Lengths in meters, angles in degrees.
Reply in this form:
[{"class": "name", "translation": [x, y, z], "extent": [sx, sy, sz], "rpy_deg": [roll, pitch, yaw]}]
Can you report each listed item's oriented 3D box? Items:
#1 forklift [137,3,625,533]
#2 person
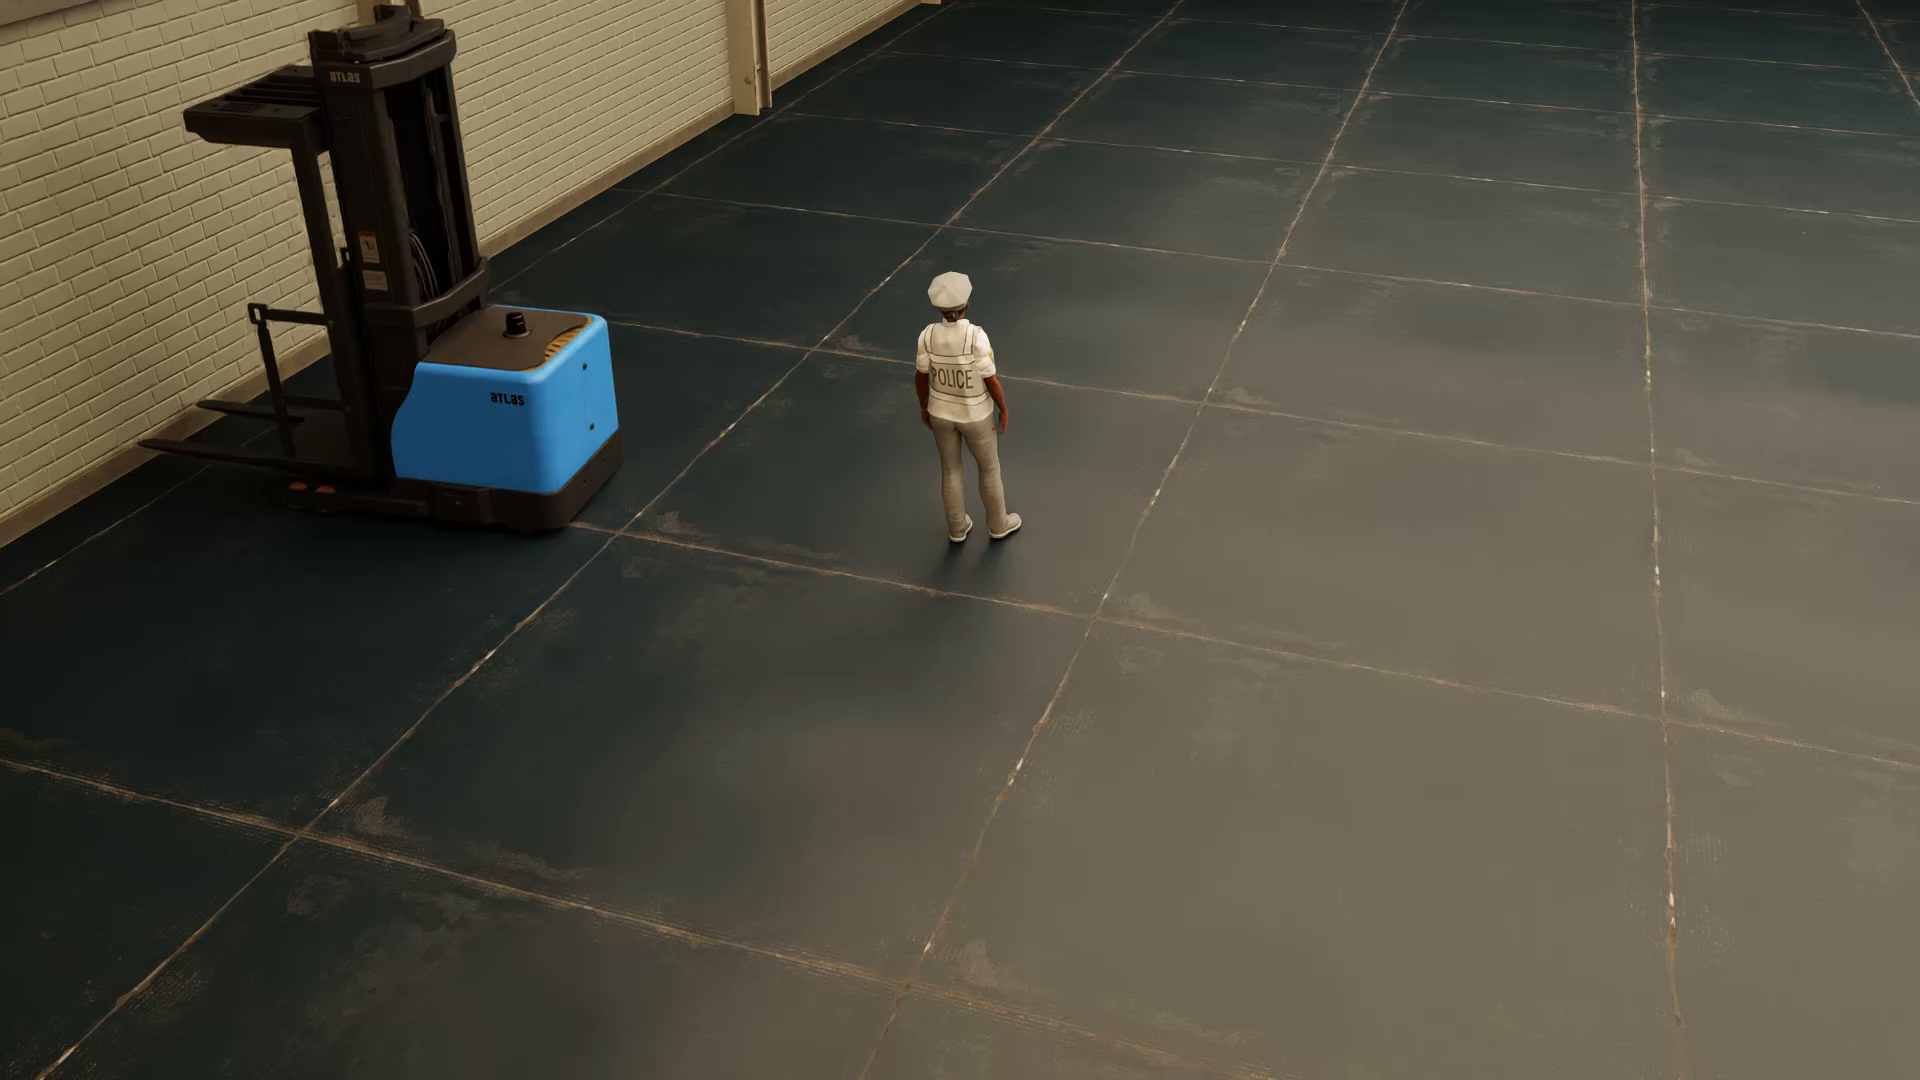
[{"class": "forklift", "translation": [-3.765, -1.689, 10.099], "extent": [3.031, 2.935, 1.130], "rpy_deg": [7, 30, 12]}, {"class": "person", "translation": [0.043, -0.775, 9.729], "extent": [0.570, 1.697, 0.528], "rpy_deg": [10, 31, 16]}]
